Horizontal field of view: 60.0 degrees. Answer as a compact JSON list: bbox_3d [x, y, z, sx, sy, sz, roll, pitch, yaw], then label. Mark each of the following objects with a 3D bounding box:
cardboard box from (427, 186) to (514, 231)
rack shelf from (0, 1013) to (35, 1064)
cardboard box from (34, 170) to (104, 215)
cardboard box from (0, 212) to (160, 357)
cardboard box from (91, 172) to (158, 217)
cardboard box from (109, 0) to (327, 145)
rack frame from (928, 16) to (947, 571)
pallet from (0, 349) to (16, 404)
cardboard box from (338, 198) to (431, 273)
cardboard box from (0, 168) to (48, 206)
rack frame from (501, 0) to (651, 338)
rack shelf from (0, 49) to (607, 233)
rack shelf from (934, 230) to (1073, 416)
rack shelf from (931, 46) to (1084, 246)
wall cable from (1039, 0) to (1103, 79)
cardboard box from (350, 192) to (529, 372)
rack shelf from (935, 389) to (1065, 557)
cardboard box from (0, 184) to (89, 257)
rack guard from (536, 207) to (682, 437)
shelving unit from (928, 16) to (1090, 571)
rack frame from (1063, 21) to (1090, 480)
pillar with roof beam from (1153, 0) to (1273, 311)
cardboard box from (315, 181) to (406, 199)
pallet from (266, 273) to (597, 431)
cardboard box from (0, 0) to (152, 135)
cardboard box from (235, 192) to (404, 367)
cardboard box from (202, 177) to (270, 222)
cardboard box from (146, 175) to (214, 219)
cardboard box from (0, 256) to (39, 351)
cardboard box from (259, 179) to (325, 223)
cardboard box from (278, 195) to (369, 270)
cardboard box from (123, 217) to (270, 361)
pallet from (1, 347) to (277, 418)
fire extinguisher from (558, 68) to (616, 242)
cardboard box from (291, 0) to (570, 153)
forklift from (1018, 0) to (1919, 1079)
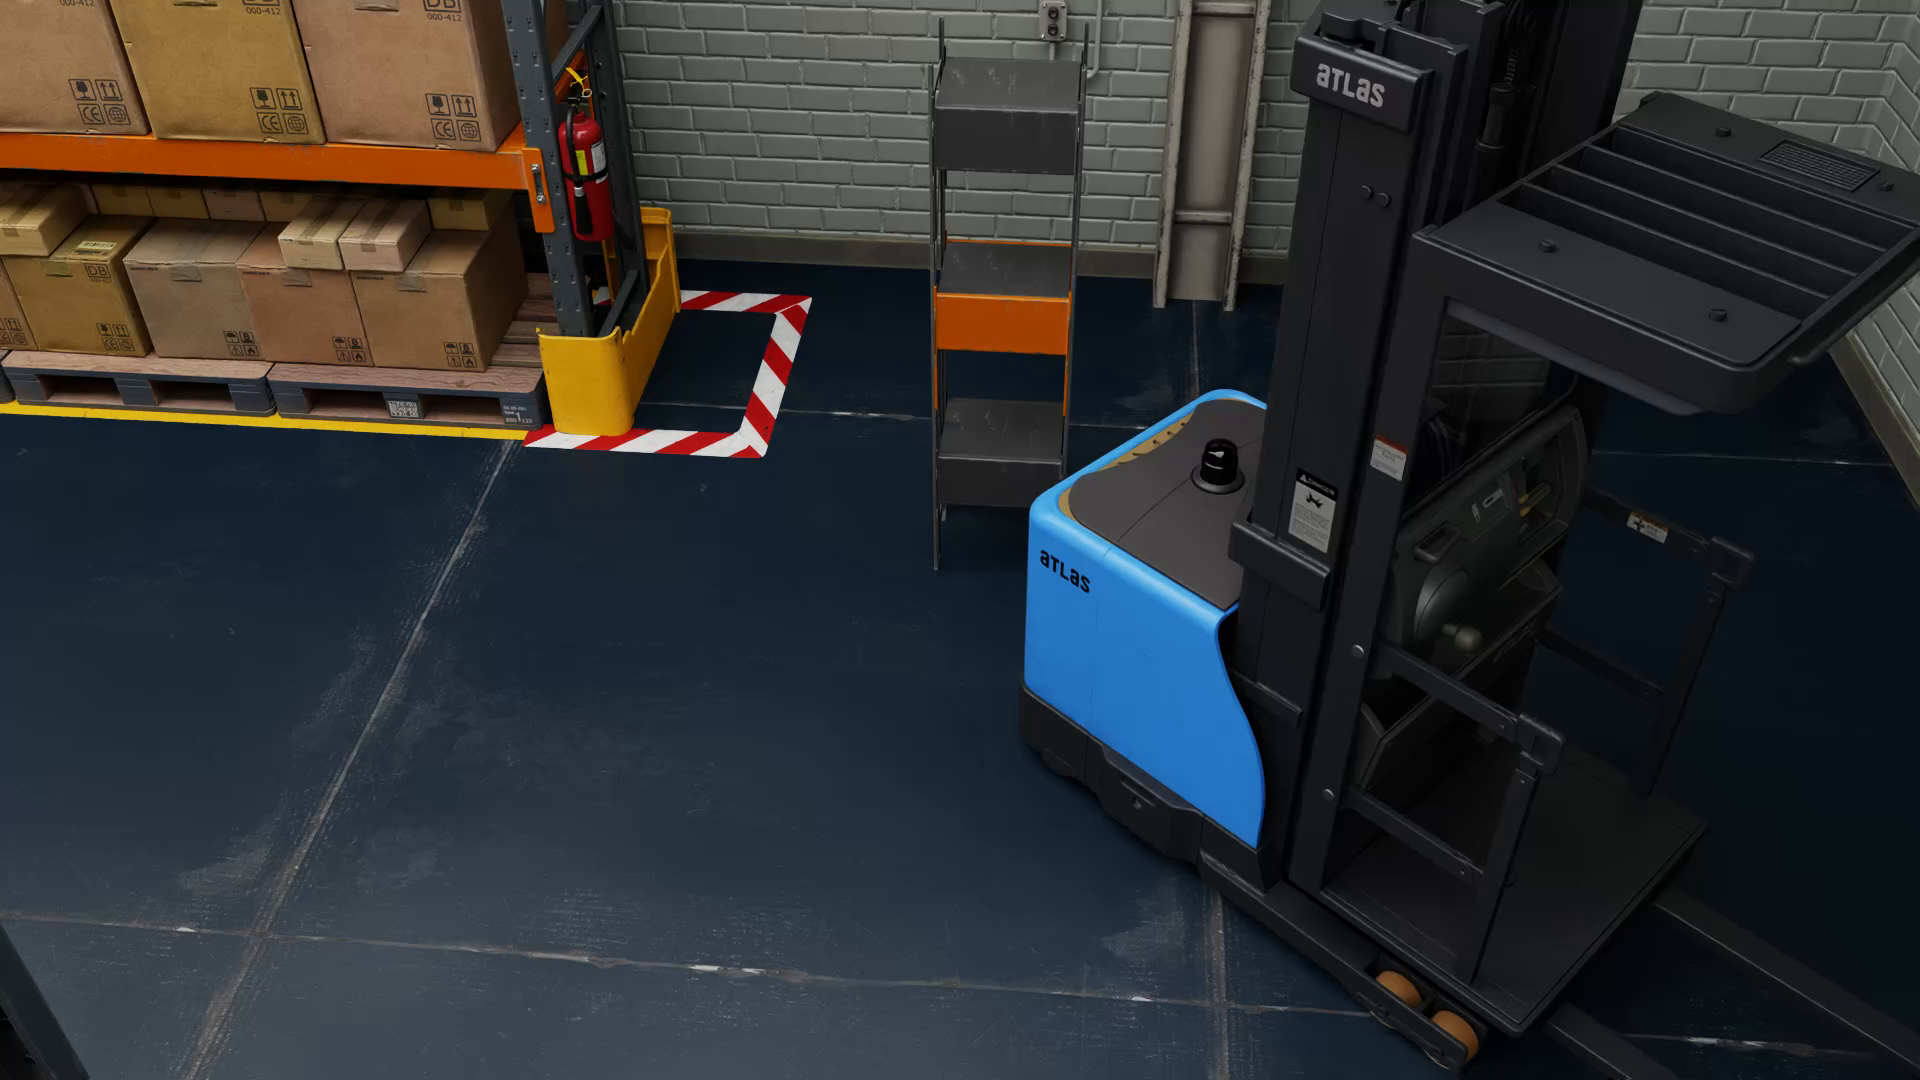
[{"bbox_3d":[-2.170,-1.533,7.390,0.250,0.149,0.380,3,39,4],"label":"cardboard box"},{"bbox_3d":[-4.022,1.292,3.356,4.000,0.370,1.077,3,39,4],"label":"rack shelf"},{"bbox_3d":[-3.942,-1.628,7.508,0.250,0.149,0.380,4,39,4],"label":"cardboard box"},{"bbox_3d":[-3.843,-1.241,7.546,0.500,0.500,0.700,4,39,5],"label":"cardboard box"},{"bbox_3d":[-3.685,-1.615,7.491,0.250,0.149,0.380,2,39,3],"label":"cardboard box"},{"bbox_3d":[-2.840,-2.164,6.795,0.700,0.700,0.980,3,39,3],"label":"cardboard box"},{"bbox_3d":[-0.078,-0.819,6.092,0.015,2.100,0.400,3,39,4],"label":"rack frame"},{"bbox_3d":[-4.840,-1.039,7.859,1.213,0.211,1.003,3,39,4],"label":"pallet"},{"bbox_3d":[-2.455,-1.306,7.112,0.250,0.149,0.380,3,39,3],"label":"cardboard box"},{"bbox_3d":[-4.194,-1.642,7.525,0.250,0.149,0.380,2,39,2],"label":"cardboard box"},{"bbox_3d":[-1.605,-1.993,6.823,0.127,3.000,1.000,3,39,4],"label":"rack frame"},{"bbox_3d":[-3.598,-1.823,7.184,4.000,0.370,1.077,3,39,4],"label":"rack shelf"},{"bbox_3d":[0.165,-0.795,6.085,0.480,0.518,0.431,3,39,4],"label":"rack shelf"},{"bbox_3d":[0.165,-1.338,5.643,0.480,0.518,0.431,3,39,4],"label":"rack shelf"},{"bbox_3d":[-0.248,-2.913,7.147,1.851,1.984,0.084,3,39,4],"label":"wall cable"},{"bbox_3d":[-2.311,-1.162,7.449,0.500,0.500,0.700,3,39,4],"label":"cardboard box"},{"bbox_3d":[0.165,-0.252,6.527,0.480,0.518,0.431,3,39,4],"label":"rack shelf"},{"bbox_3d":[-4.009,-1.389,7.214,0.250,0.149,0.380,2,39,3],"label":"cardboard box"},{"bbox_3d":[-1.582,-1.023,7.610,0.348,0.500,1.175,3,39,4],"label":"rack guard"},{"bbox_3d":[0.165,-0.805,6.076,0.503,2.100,0.431,3,39,4],"label":"shelving unit"},{"bbox_3d":[0.408,-0.792,6.060,0.015,2.100,0.400,3,39,4],"label":"rack frame"},{"bbox_3d":[0.788,-2.009,2.090,0.400,9.000,9.100,3,39,4],"label":"pillar with roof beam"},{"bbox_3d":[-2.674,-1.560,7.424,0.250,0.149,0.380,3,39,4],"label":"cardboard box"},{"bbox_3d":[-2.409,-0.906,7.696,1.213,0.211,1.003,3,39,4],"label":"pallet"},{"bbox_3d":[-3.599,-2.211,6.853,0.700,0.700,0.980,1,39,2],"label":"cardboard box"},{"bbox_3d":[-2.810,-1.189,7.482,0.500,0.500,0.700,3,39,4],"label":"cardboard box"},{"bbox_3d":[-3.177,-1.587,7.457,0.250,0.149,0.380,4,39,4],"label":"cardboard box"},{"bbox_3d":[-3.433,-1.600,7.474,0.250,0.149,0.380,4,39,4],"label":"cardboard box"},{"bbox_3d":[-4.354,-1.270,7.582,0.500,0.500,0.700,3,39,3],"label":"cardboard box"},{"bbox_3d":[-2.924,-1.574,7.441,0.250,0.149,0.380,3,39,4],"label":"cardboard box"},{"bbox_3d":[-2.710,-1.319,7.128,0.250,0.149,0.380,4,39,5],"label":"cardboard box"},{"bbox_3d":[-3.311,-1.216,7.515,0.500,0.500,0.700,2,39,2],"label":"cardboard box"},{"bbox_3d":[-3.621,-0.974,7.780,1.213,0.211,1.003,3,39,4],"label":"pallet"},{"bbox_3d":[-1.495,-1.520,6.598,0.183,0.674,0.296,3,39,4],"label":"fire extinguisher"},{"bbox_3d":[-2.114,-2.131,6.755,0.700,0.700,0.980,5,39,6],"label":"cardboard box"},{"bbox_3d":[1.587,0.033,4.388,1.130,2.935,3.031,-31,49,-33],"label":"forklift"}]
